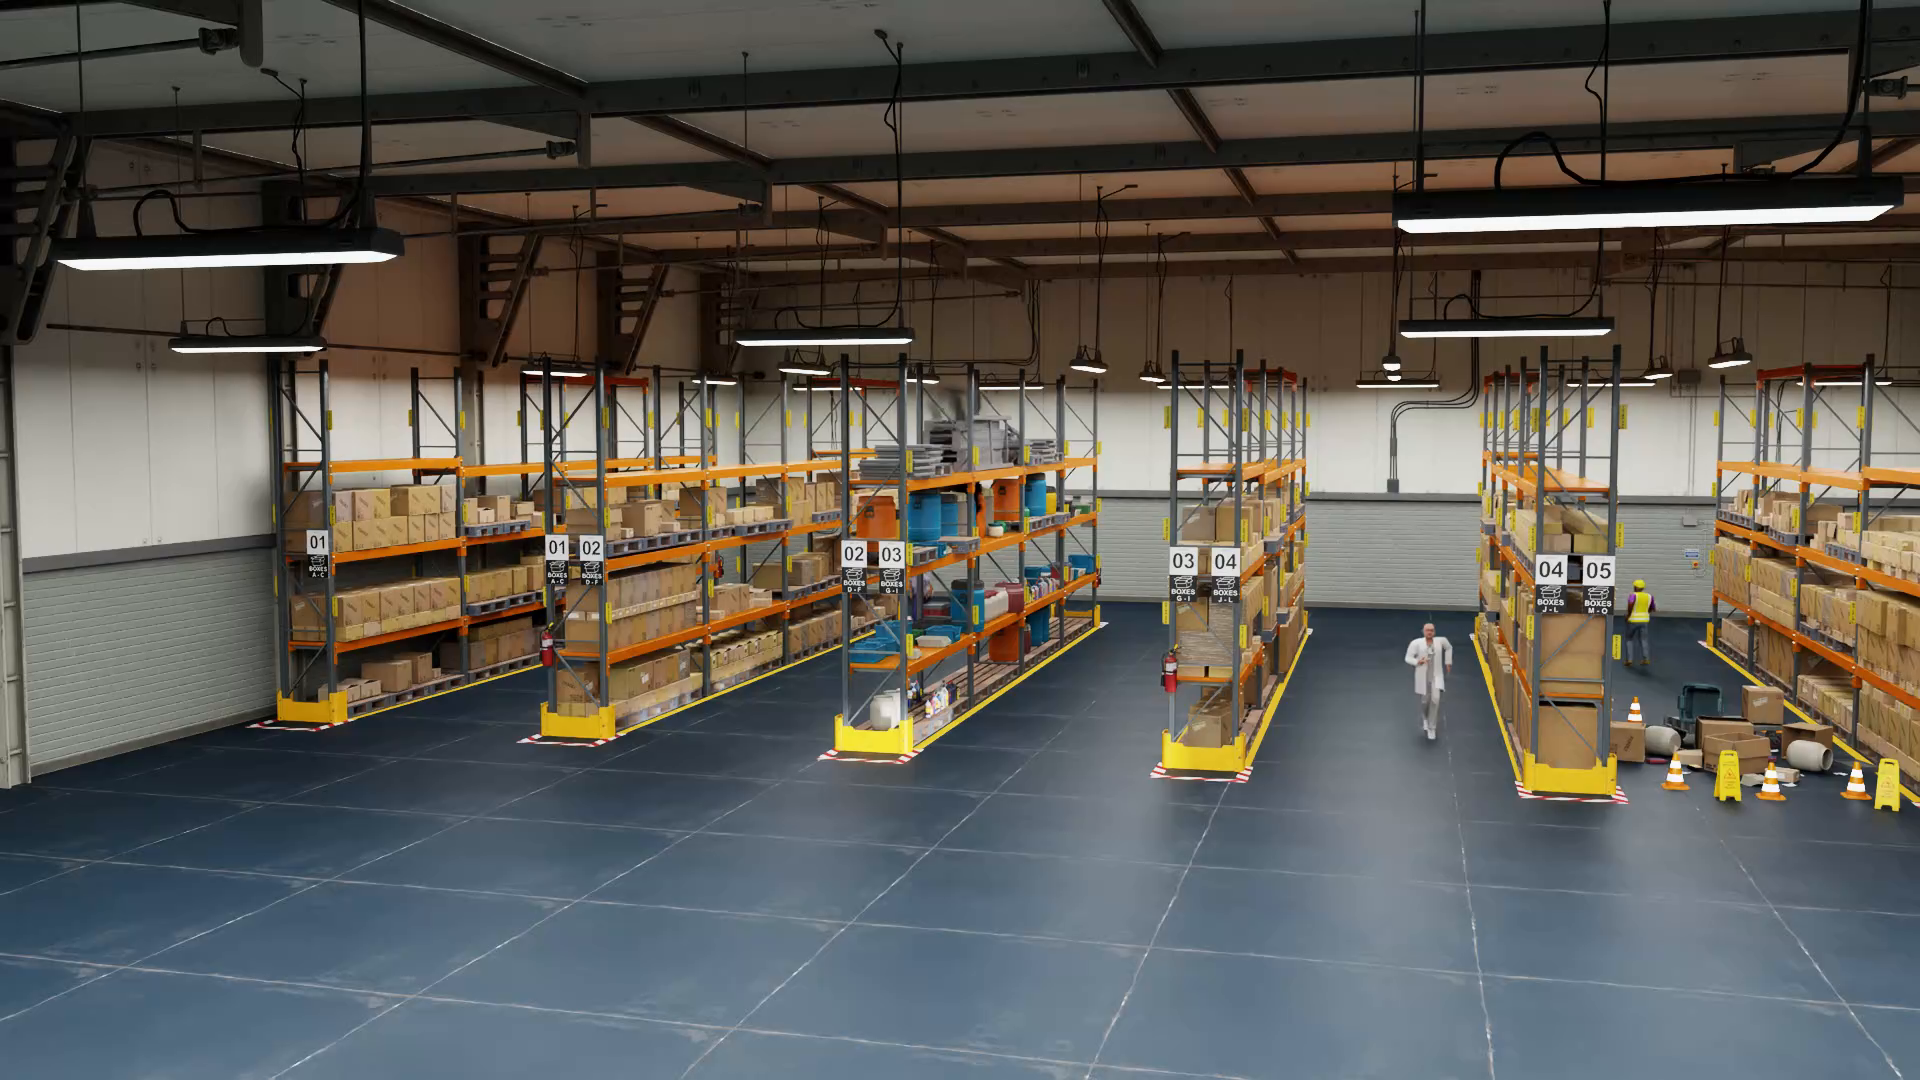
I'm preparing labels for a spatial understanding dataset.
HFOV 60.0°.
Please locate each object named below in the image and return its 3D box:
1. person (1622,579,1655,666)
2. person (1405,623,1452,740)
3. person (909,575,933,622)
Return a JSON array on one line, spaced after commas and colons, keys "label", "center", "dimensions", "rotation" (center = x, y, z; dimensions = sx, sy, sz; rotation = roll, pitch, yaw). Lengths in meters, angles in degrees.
[{"label": "person", "center": [13.702, 1.702, 33.534], "dimensions": [0.679, 1.816, 0.806], "rotation": [0, 4, -1]}, {"label": "person", "center": [7.449, 2.237, 26.438], "dimensions": [0.741, 1.859, 0.944], "rotation": [1, 4, 11]}, {"label": "person", "center": [-0.918, 1.430, 38.992], "dimensions": [0.605, 1.632, 0.937], "rotation": [1, 4, 13]}]
